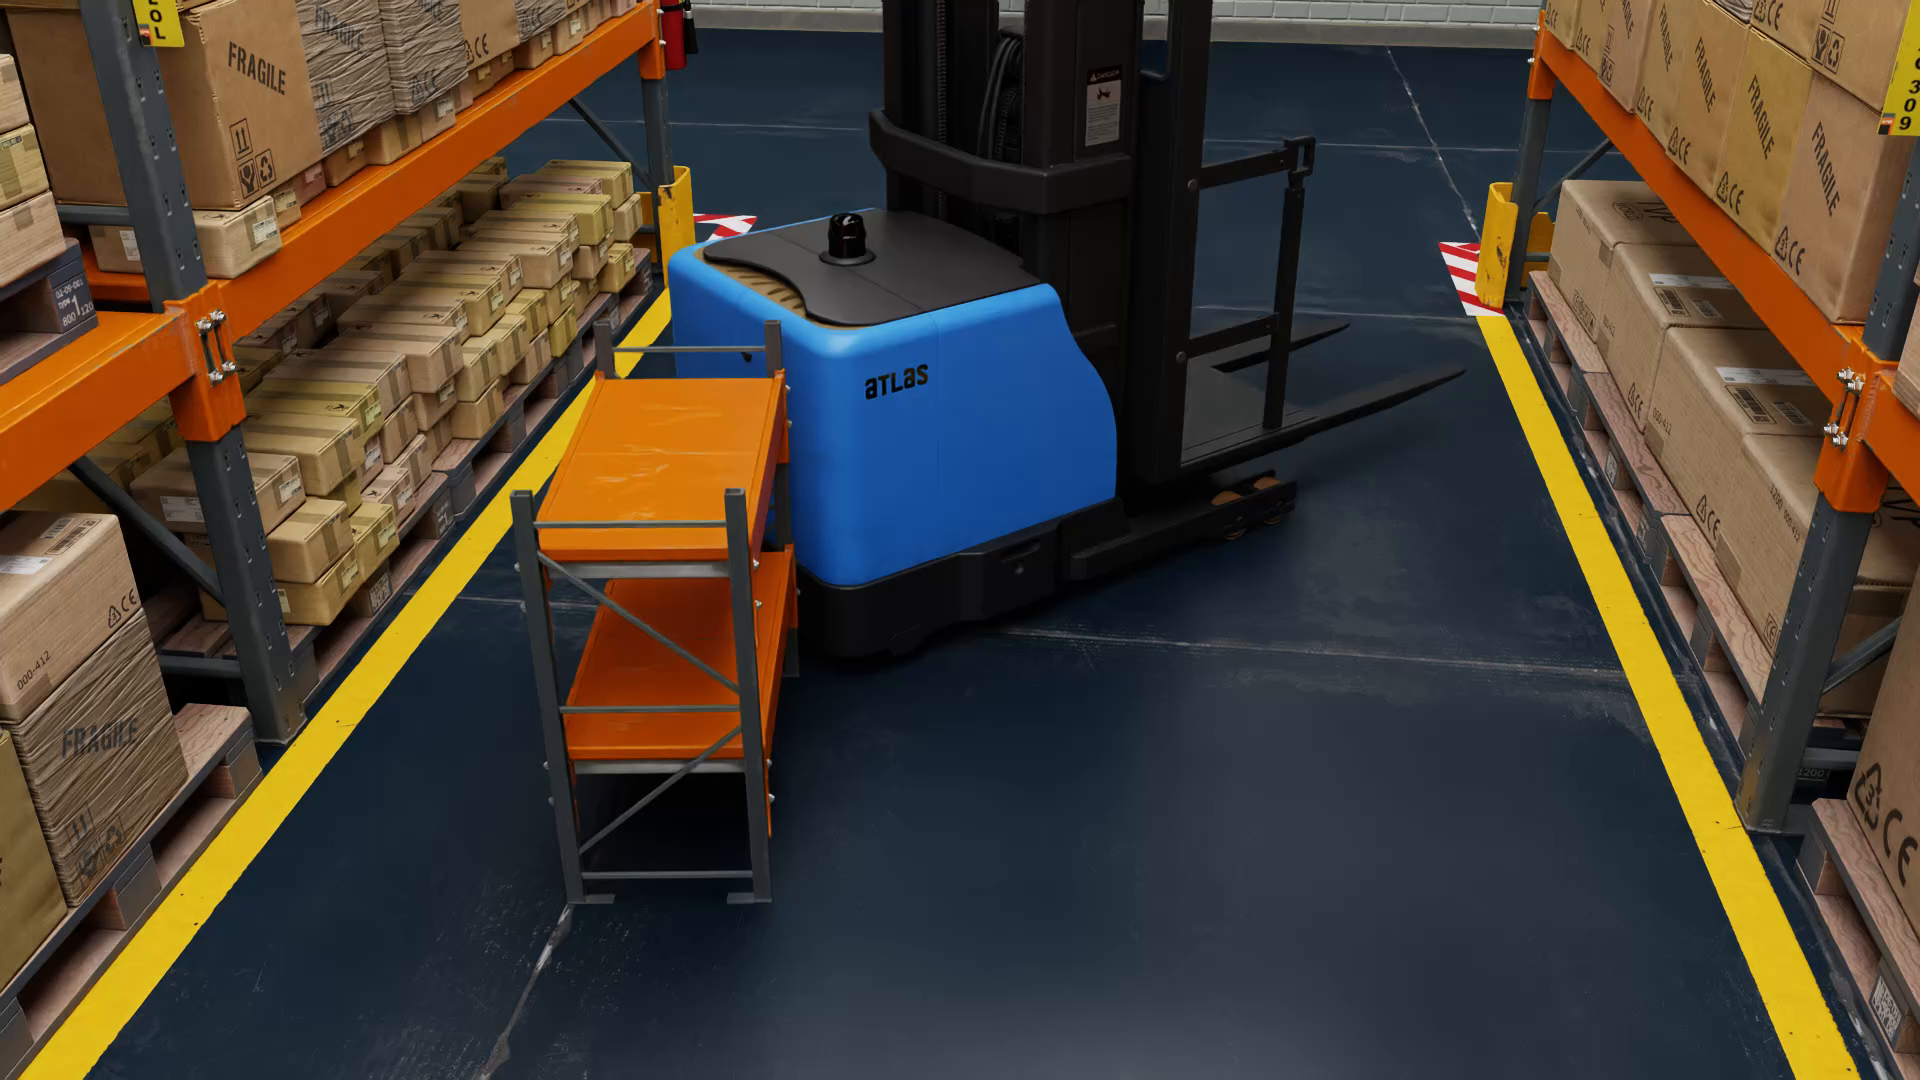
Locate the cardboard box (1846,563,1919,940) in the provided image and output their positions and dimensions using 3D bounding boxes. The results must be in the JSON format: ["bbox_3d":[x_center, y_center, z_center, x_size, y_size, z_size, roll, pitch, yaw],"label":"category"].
[{"bbox_3d":[2.553,0.492,3.472,0.875,0.875,0.875,4,29,8],"label":"cardboard box"}]

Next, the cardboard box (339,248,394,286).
[{"bbox_3d":[-2.428,-1.022,6.421,0.380,0.149,0.250,4,29,7],"label":"cardboard box"}]

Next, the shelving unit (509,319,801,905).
[{"bbox_3d":[-0.723,0.151,4.284,0.538,1.125,1.048,-1,28,-1],"label":"shelving unit"}]

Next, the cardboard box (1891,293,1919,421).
[{"bbox_3d":[2.234,-0.298,3.298,0.500,0.250,0.500,3,28,5],"label":"cardboard box"}]

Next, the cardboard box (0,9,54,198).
[{"bbox_3d":[-2.596,-1.214,4.423,0.500,0.500,0.500,3,28,6],"label":"cardboard box"}]

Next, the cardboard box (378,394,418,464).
[{"bbox_3d":[-2.041,-0.376,5.535,0.380,0.149,0.250,2,28,4],"label":"cardboard box"}]

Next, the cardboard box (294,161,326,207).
[{"bbox_3d":[-2.077,-1.054,4.808,0.380,0.149,0.250,2,28,4],"label":"cardboard box"}]

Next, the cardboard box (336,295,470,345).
[{"bbox_3d":[-1.980,-0.758,5.929,0.380,0.149,0.250,2,28,4],"label":"cardboard box"}]

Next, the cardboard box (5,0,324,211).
[{"bbox_3d":[-2.064,-1.189,4.375,0.500,0.500,0.500,3,28,5],"label":"cardboard box"}]

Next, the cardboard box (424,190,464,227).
[{"bbox_3d":[-2.359,-1.395,7.113,0.380,0.149,0.250,3,28,6],"label":"cardboard box"}]

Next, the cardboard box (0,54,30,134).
[{"bbox_3d":[-2.231,-0.931,3.511,0.380,0.149,0.250,5,29,9],"label":"cardboard box"}]

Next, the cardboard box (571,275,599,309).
[{"bbox_3d":[-1.791,-1.102,7.196,0.380,0.149,0.250,3,28,6],"label":"cardboard box"}]

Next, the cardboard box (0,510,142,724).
[{"bbox_3d":[-2.216,0.155,3.701,0.500,0.250,0.500,3,28,5],"label":"cardboard box"}]

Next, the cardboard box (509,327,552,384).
[{"bbox_3d":[-1.831,-0.734,6.512,0.380,0.149,0.250,4,29,7],"label":"cardboard box"}]

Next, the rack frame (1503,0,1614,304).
[{"bbox_3d":[3.040,-2.438,7.113,1.000,3.000,0.127,3,28,6],"label":"rack frame"}]

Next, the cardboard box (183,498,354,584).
[{"bbox_3d":[-2.013,-0.008,4.852,0.380,0.149,0.250,5,29,9],"label":"cardboard box"}]

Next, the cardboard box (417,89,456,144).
[{"bbox_3d":[-1.903,-1.422,5.491,0.380,0.149,0.250,5,29,8],"label":"cardboard box"}]

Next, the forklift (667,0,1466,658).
[{"bbox_3d":[0.568,-1.476,5.399,3.031,2.935,1.130,-19,34,-31],"label":"forklift"}]

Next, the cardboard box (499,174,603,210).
[{"bbox_3d":[-1.786,-1.491,7.291,0.380,0.149,0.250,4,29,7],"label":"cardboard box"}]

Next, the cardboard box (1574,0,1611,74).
[{"bbox_3d":[2.662,-2.033,6.256,0.500,0.500,0.500,3,28,5],"label":"cardboard box"}]

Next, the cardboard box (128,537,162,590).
[{"bbox_3d":[-2.665,0.070,5.020,0.380,0.149,0.250,4,29,7],"label":"cardboard box"}]

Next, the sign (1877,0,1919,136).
[{"bbox_3d":[1.999,-1.003,3.453,0.100,0.325,0.005,3,28,6],"label":"sign"}]

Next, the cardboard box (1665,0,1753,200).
[{"bbox_3d":[2.458,-1.313,4.918,0.500,0.500,0.500,3,28,5],"label":"cardboard box"}]

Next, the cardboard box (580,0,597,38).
[{"bbox_3d":[-1.728,-2.164,6.869,0.380,0.149,0.250,3,28,6],"label":"cardboard box"}]

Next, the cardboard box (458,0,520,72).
[{"bbox_3d":[-1.877,-1.911,5.716,0.500,0.500,0.500,5,29,9],"label":"cardboard box"}]

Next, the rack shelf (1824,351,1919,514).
[{"bbox_3d":[2.305,0.703,2.041,1.077,0.370,4.000,3,28,6],"label":"rack shelf"}]

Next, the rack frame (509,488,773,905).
[{"bbox_3d":[-0.713,0.392,3.836,0.500,1.125,0.032,-1,28,-1],"label":"rack frame"}]

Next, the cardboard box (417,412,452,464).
[{"bbox_3d":[-2.020,-0.374,5.845,0.380,0.149,0.250,2,28,4],"label":"cardboard box"}]

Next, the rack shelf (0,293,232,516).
[{"bbox_3d":[-2.620,0.463,2.487,1.077,0.370,4.000,3,28,6],"label":"rack shelf"}]

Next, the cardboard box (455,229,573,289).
[{"bbox_3d":[-1.764,-1.114,6.591,0.380,0.149,0.250,4,29,8],"label":"cardboard box"}]

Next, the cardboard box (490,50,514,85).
[{"bbox_3d":[-1.890,-1.797,6.187,0.380,0.149,0.250,2,28,4],"label":"cardboard box"}]

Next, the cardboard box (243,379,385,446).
[{"bbox_3d":[-2.053,-0.385,5.238,0.380,0.149,0.250,3,28,5],"label":"cardboard box"}]

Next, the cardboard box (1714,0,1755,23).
[{"bbox_3d":[2.457,-1.756,4.688,0.500,0.500,0.500,4,29,7],"label":"cardboard box"}]

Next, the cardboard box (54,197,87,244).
[{"bbox_3d":[-2.573,-0.833,4.398,0.380,0.149,0.250,3,28,6],"label":"cardboard box"}]

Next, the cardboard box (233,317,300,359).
[{"bbox_3d":[-2.524,-0.660,5.749,0.380,0.149,0.250,2,28,4],"label":"cardboard box"}]

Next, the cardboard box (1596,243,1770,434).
[{"bbox_3d":[2.955,-0.747,6.233,0.875,0.438,0.875,4,29,8],"label":"cardboard box"}]

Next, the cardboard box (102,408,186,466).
[{"bbox_3d":[-2.598,-0.292,5.066,0.380,0.149,0.250,4,29,7],"label":"cardboard box"}]

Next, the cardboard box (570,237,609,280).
[{"bbox_3d":[-1.728,-1.229,7.119,0.380,0.149,0.250,2,28,4],"label":"cardboard box"}]

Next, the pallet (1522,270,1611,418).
[{"bbox_3d":[3.020,-0.830,7.067,1.003,0.211,1.213,3,28,6],"label":"pallet"}]

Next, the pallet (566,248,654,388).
[{"bbox_3d":[-2.029,-1.035,7.448,1.003,0.211,1.213,3,28,6],"label":"pallet"}]

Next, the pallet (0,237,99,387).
[{"bbox_3d":[-2.613,-0.360,3.457,1.003,0.211,1.213,3,28,6],"label":"pallet"}]

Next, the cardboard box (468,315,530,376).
[{"bbox_3d":[-1.835,-0.734,6.199,0.380,0.149,0.250,4,29,7],"label":"cardboard box"}]

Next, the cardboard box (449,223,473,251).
[{"bbox_3d":[-2.236,-1.261,7.178,0.380,0.149,0.250,4,29,7],"label":"cardboard box"}]

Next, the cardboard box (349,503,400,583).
[{"bbox_3d":[-1.979,-0.003,5.156,0.380,0.149,0.250,4,29,8],"label":"cardboard box"}]

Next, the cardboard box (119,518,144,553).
[{"bbox_3d":[-2.652,-0.023,4.879,0.380,0.149,0.250,4,29,7],"label":"cardboard box"}]
